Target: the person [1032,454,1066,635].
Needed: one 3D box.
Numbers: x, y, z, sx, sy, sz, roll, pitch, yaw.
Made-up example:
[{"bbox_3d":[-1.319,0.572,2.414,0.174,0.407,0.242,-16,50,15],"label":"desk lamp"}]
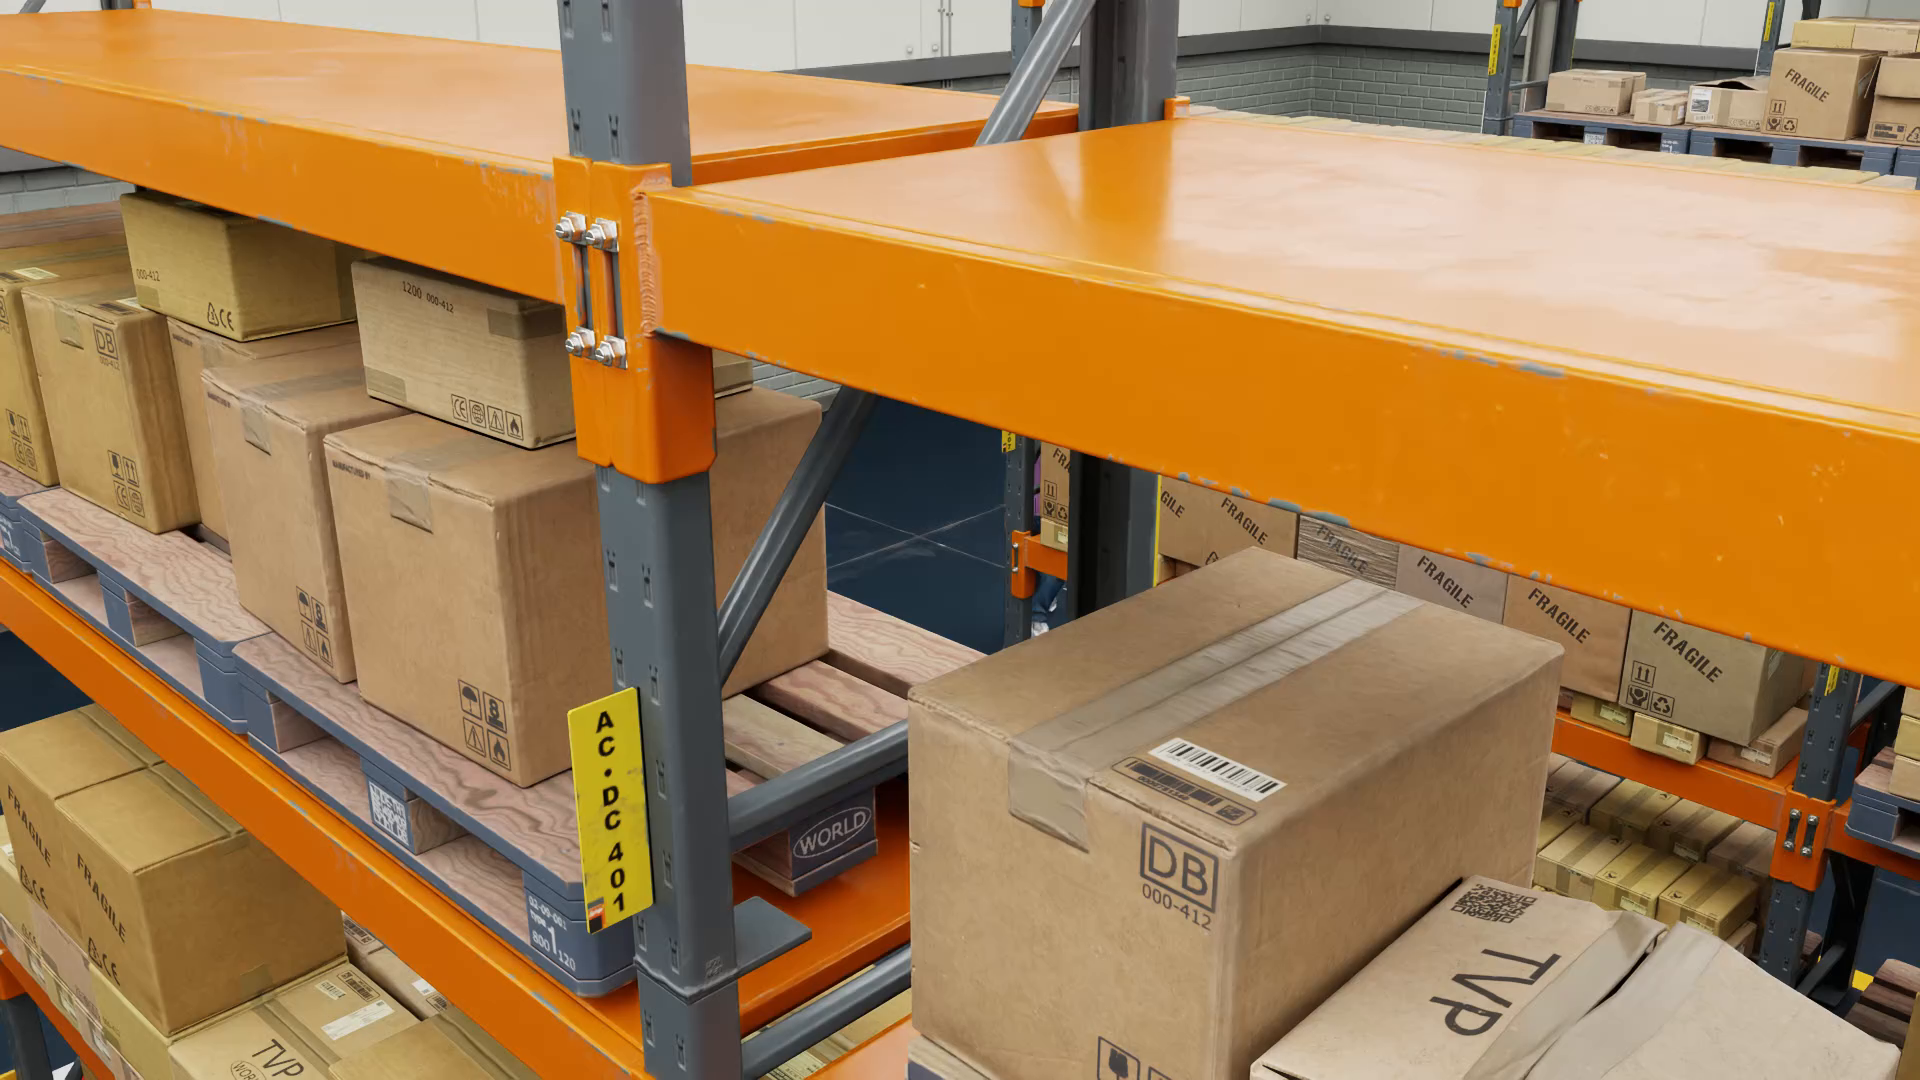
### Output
[{"bbox_3d":[0.543,-0.154,10.459,0.522,1.585,0.670,-11,23,-26],"label":"person"}]
